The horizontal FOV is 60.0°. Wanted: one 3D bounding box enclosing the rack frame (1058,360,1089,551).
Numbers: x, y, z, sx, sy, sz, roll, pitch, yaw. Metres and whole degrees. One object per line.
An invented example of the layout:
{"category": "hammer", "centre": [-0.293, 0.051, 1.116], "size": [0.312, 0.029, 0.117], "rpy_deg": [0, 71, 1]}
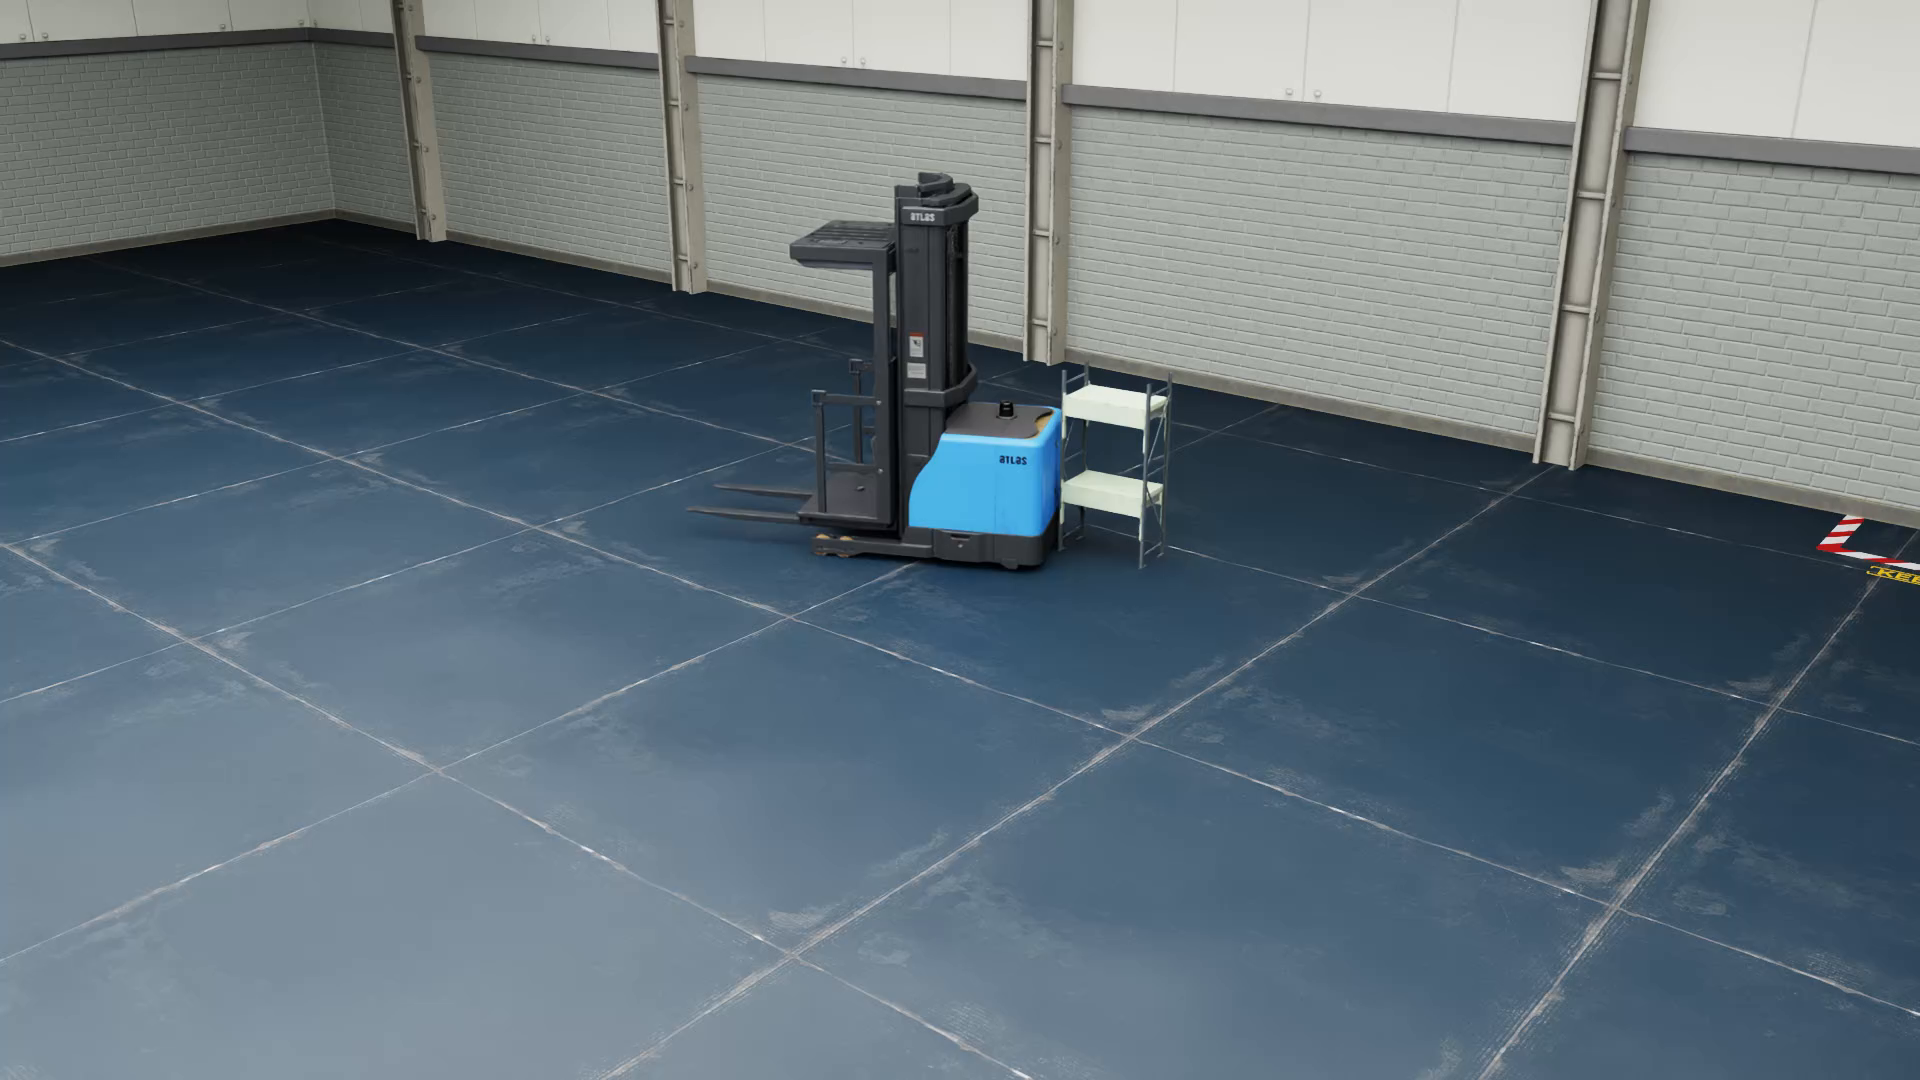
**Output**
{"category": "rack frame", "centre": [0.909, -0.671, 13.320], "size": [0.023, 1.500, 0.400], "rpy_deg": [13, 24, 30]}

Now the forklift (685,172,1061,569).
{"category": "forklift", "centre": [-0.719, -1.404, 13.236], "size": [3.031, 2.935, 1.130], "rpy_deg": [5, 21, 13]}

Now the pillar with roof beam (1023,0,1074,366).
{"category": "pillar with roof beam", "centre": [-1.750, -5.100, 14.440], "size": [0.400, 9.000, 9.100], "rpy_deg": [16, 26, 36]}

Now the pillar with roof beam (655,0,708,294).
{"category": "pillar with roof beam", "centre": [-6.398, -6.439, 17.989], "size": [0.400, 9.000, 9.100], "rpy_deg": [16, 26, 36]}

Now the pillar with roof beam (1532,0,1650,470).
{"category": "pillar with roof beam", "centre": [2.899, -3.762, 10.890], "size": [0.400, 9.000, 9.100], "rpy_deg": [16, 26, 36]}

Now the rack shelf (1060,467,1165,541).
{"category": "rack shelf", "centre": [1.217, -0.296, 13.251], "size": [0.720, 0.370, 0.431], "rpy_deg": [13, 24, 30]}

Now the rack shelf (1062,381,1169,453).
{"category": "rack shelf", "centre": [1.218, -0.966, 12.998], "size": [0.720, 0.370, 0.431], "rpy_deg": [13, 24, 30]}

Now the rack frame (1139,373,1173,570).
{"category": "rack frame", "centre": [1.526, -0.531, 12.951], "size": [0.023, 1.500, 0.400], "rpy_deg": [13, 24, 30]}

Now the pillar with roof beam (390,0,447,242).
{"category": "pillar with roof beam", "centre": [-11.047, -7.778, 21.539], "size": [0.400, 9.000, 9.100], "rpy_deg": [16, 26, 36]}

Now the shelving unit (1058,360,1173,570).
{"category": "shelving unit", "centre": [1.217, -0.601, 13.136], "size": [0.755, 1.500, 0.431], "rpy_deg": [13, 24, 30]}
